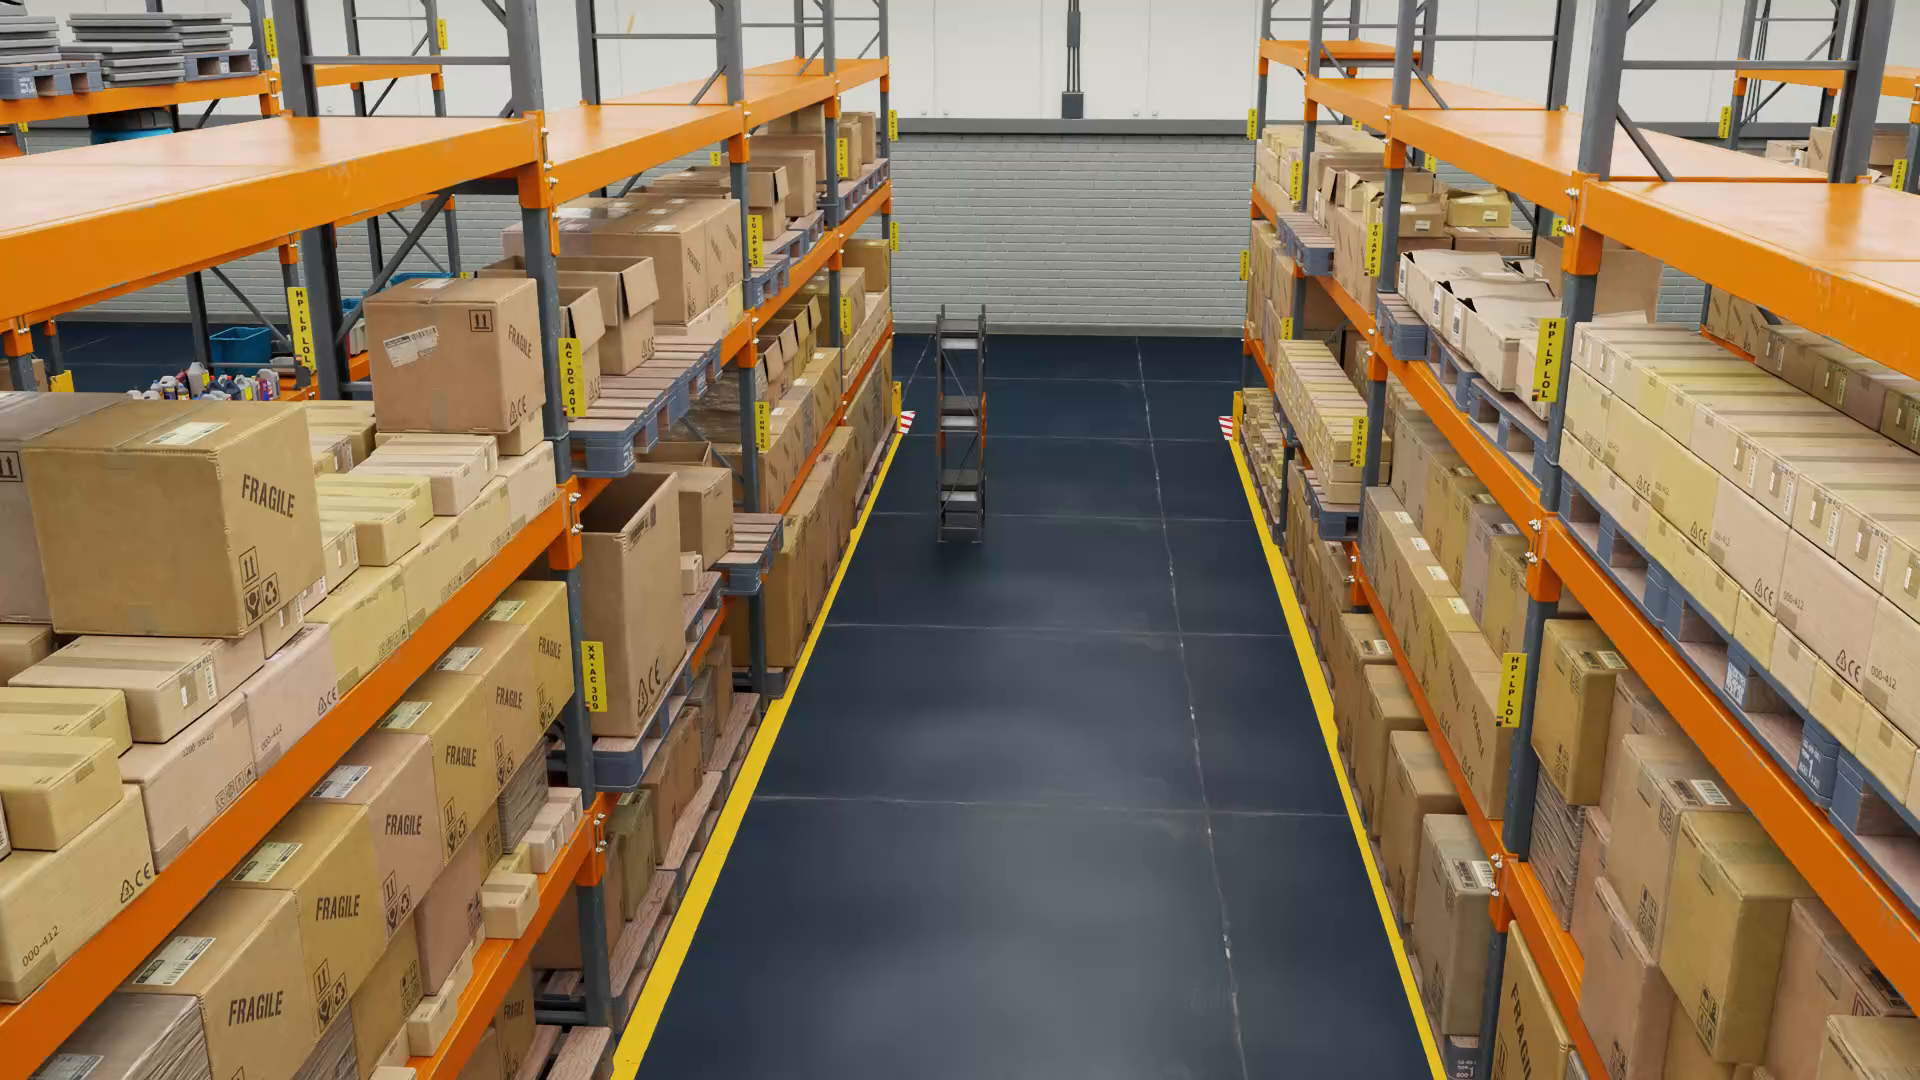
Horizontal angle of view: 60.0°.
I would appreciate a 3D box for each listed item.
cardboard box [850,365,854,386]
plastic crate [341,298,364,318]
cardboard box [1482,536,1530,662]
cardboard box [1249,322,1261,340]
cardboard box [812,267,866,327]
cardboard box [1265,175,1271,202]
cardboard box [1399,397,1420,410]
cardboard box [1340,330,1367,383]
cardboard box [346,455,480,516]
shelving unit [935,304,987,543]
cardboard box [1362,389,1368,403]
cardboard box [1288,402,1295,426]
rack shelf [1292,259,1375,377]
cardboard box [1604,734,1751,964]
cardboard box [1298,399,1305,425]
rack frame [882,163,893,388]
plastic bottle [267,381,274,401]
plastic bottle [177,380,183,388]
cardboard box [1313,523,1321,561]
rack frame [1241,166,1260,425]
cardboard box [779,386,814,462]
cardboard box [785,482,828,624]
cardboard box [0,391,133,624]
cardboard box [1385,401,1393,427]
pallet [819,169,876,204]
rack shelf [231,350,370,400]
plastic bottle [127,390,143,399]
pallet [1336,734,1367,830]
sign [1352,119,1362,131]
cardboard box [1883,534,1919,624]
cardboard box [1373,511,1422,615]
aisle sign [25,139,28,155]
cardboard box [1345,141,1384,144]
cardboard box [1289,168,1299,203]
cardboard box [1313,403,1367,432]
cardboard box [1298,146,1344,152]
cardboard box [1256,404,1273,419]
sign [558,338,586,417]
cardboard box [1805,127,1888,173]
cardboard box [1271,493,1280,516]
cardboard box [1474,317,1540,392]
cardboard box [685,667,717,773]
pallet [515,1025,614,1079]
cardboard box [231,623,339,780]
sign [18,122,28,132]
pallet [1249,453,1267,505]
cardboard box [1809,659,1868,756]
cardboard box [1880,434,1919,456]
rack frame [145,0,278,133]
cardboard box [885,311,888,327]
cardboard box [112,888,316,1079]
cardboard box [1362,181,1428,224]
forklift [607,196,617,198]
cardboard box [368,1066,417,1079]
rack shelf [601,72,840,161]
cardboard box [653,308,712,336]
[{"bbox_3d":[-1.190,-1.535,15.519,0.380,0.149,0.250,1,18,2],"label":"cardboard box"},{"bbox_3d":[-6.608,-2.516,18.284,0.416,0.233,0.300,1,18,4],"label":"plastic crate"},{"bbox_3d":[2.870,0.302,7.745,0.700,0.500,0.500,1,18,3],"label":"cardboard box"},{"bbox_3d":[3.265,-2.213,17.590,0.380,0.149,0.250,1,18,2],"label":"cardboard box"},{"bbox_3d":[-1.196,-2.372,16.230,0.500,0.500,0.500,1,18,2],"label":"cardboard box"},{"bbox_3d":[3.312,-3.485,16.492,0.500,0.250,0.500,1,18,2],"label":"cardboard box"},{"bbox_3d":[3.394,-0.932,12.049,0.380,0.149,0.250,2,18,6],"label":"cardboard box"},{"bbox_3d":[3.665,-1.683,14.930,0.500,0.500,0.500,1,18,3],"label":"cardboard box"},{"bbox_3d":[-1.906,-0.192,5.803,0.380,0.149,0.250,1,18,2],"label":"cardboard box"},{"bbox_3d":[0.012,-1.049,15.080,0.431,2.100,0.503,1,18,4],"label":"shelving unit"},{"bbox_3d":[3.510,-1.140,13.641,0.380,0.149,0.250,1,18,4],"label":"cardboard box"},{"bbox_3d":[2.819,-0.993,13.193,0.380,0.149,0.250,0,18,1],"label":"cardboard box"},{"bbox_3d":[3.235,-1.808,12.289,1.077,0.370,4.000,1,18,4],"label":"rack shelf"},{"bbox_3d":[2.645,1.006,5.387,0.875,0.550,0.550,1,18,4],"label":"cardboard box"},{"bbox_3d":[2.781,-0.969,12.643,0.380,0.149,0.250,1,18,3],"label":"cardboard box"},{"bbox_3d":[-1.275,-2.730,18.765,1.000,3.000,0.127,1,18,4],"label":"rack frame"},{"bbox_3d":[-6.188,-1.338,14.835,0.097,0.201,0.097,0,18,0],"label":"plastic bottle"},{"bbox_3d":[-6.953,-1.322,14.786,0.097,0.201,0.097,0,18,0],"label":"plastic bottle"},{"bbox_3d":[2.957,-0.004,12.582,0.500,0.250,0.500,2,18,5],"label":"cardboard box"},{"bbox_3d":[3.665,-2.588,18.331,1.000,3.000,0.127,1,18,4],"label":"rack frame"},{"bbox_3d":[-1.436,-0.913,13.057,0.500,0.500,0.500,1,18,4],"label":"cardboard box"},{"bbox_3d":[-1.706,0.074,12.945,1.225,0.875,0.875,1,18,4],"label":"cardboard box"},{"bbox_3d":[-2.563,-0.100,4.479,0.500,0.500,0.500,1,18,4],"label":"cardboard box"},{"bbox_3d":[3.433,-0.955,12.597,0.380,0.149,0.250,2,18,6],"label":"cardboard box"},{"bbox_3d":[-1.402,-3.503,16.448,1.003,0.211,1.213,1,18,4],"label":"pallet"},{"bbox_3d":[-6.358,-1.878,17.319,1.077,0.370,4.000,1,18,4],"label":"rack shelf"},{"bbox_3d":[-6.981,-1.117,14.040,0.152,0.276,0.135,1,18,4],"label":"plastic bottle"},{"bbox_3d":[2.960,1.465,10.441,1.003,0.211,1.213,1,18,4],"label":"pallet"},{"bbox_3d":[4.217,-4.416,17.670,0.100,0.325,0.005,1,18,4],"label":"sign"},{"bbox_3d":[2.259,0.099,3.600,0.380,0.149,0.250,2,18,5],"label":"cardboard box"},{"bbox_3d":[2.757,0.140,9.844,0.500,0.500,0.500,1,18,3],"label":"cardboard box"},{"bbox_3d":[-10.845,-4.202,19.082,0.394,0.787,0.004,1,18,4],"label":"aisle sign"},{"bbox_3d":[3.783,-3.619,15.458,0.380,0.149,0.250,2,18,7],"label":"cardboard box"},{"bbox_3d":[3.158,-3.087,14.473,0.500,0.250,0.500,0,18,1],"label":"cardboard box"},{"bbox_3d":[2.724,-0.871,11.865,0.380,0.149,0.250,2,18,6],"label":"cardboard box"},{"bbox_3d":[3.249,-3.468,14.998,0.380,0.149,0.250,2,18,6],"label":"cardboard box"},{"bbox_3d":[3.308,-1.318,17.403,0.380,0.149,0.250,0,18,1],"label":"cardboard box"},{"bbox_3d":[-1.593,-0.665,6.814,0.100,0.325,0.005,1,18,4],"label":"sign"},{"bbox_3d":[8.316,-3.606,15.626,0.500,0.500,0.500,2,18,5],"label":"cardboard box"},{"bbox_3d":[3.067,-0.320,15.313,0.380,0.149,0.250,2,18,5],"label":"cardboard box"},{"bbox_3d":[2.674,-0.851,7.618,0.500,0.250,0.500,1,18,3],"label":"cardboard box"},{"bbox_3d":[-1.903,1.114,10.340,0.700,0.500,0.500,0,18,-1],"label":"cardboard box"},{"bbox_3d":[-2.148,2.531,7.186,1.003,0.211,1.213,1,18,4],"label":"pallet"},{"bbox_3d":[-2.059,0.427,4.553,0.500,0.250,0.500,1,18,4],"label":"cardboard box"},{"bbox_3d":[-10.603,-4.780,18.782,0.100,0.325,0.005,1,18,4],"label":"sign"},{"bbox_3d":[3.476,-0.610,16.773,1.003,0.211,1.213,1,18,4],"label":"pallet"},{"bbox_3d":[2.277,0.401,3.960,0.380,0.149,0.250,1,18,3],"label":"cardboard box"},{"bbox_3d":[2.951,-0.133,4.949,0.500,0.250,0.500,1,18,3],"label":"cardboard box"},{"bbox_3d":[-6.502,-4.449,14.377,1.000,3.000,0.127,1,18,4],"label":"rack frame"},{"bbox_3d":[-0.989,-2.412,18.198,0.380,0.149,0.250,1,18,4],"label":"cardboard box"},{"bbox_3d":[-2.068,1.255,4.358,0.500,0.500,0.500,1,18,4],"label":"cardboard box"},{"bbox_3d":[2.883,-2.231,11.035,0.396,0.266,0.258,1,18,4],"label":"cardboard box"},{"bbox_3d":[-3.430,-1.714,15.775,3.031,2.935,1.130,-12,22,-32],"label":"forklift"},{"bbox_3d":[-1.959,1.812,5.308,0.380,0.149,0.250,1,18,4],"label":"cardboard box"},{"bbox_3d":[-1.705,-3.186,12.318,1.077,0.370,4.000,1,18,4],"label":"rack shelf"},{"bbox_3d":[-1.698,-1.136,9.324,0.500,0.250,0.500,2,18,5],"label":"cardboard box"}]
